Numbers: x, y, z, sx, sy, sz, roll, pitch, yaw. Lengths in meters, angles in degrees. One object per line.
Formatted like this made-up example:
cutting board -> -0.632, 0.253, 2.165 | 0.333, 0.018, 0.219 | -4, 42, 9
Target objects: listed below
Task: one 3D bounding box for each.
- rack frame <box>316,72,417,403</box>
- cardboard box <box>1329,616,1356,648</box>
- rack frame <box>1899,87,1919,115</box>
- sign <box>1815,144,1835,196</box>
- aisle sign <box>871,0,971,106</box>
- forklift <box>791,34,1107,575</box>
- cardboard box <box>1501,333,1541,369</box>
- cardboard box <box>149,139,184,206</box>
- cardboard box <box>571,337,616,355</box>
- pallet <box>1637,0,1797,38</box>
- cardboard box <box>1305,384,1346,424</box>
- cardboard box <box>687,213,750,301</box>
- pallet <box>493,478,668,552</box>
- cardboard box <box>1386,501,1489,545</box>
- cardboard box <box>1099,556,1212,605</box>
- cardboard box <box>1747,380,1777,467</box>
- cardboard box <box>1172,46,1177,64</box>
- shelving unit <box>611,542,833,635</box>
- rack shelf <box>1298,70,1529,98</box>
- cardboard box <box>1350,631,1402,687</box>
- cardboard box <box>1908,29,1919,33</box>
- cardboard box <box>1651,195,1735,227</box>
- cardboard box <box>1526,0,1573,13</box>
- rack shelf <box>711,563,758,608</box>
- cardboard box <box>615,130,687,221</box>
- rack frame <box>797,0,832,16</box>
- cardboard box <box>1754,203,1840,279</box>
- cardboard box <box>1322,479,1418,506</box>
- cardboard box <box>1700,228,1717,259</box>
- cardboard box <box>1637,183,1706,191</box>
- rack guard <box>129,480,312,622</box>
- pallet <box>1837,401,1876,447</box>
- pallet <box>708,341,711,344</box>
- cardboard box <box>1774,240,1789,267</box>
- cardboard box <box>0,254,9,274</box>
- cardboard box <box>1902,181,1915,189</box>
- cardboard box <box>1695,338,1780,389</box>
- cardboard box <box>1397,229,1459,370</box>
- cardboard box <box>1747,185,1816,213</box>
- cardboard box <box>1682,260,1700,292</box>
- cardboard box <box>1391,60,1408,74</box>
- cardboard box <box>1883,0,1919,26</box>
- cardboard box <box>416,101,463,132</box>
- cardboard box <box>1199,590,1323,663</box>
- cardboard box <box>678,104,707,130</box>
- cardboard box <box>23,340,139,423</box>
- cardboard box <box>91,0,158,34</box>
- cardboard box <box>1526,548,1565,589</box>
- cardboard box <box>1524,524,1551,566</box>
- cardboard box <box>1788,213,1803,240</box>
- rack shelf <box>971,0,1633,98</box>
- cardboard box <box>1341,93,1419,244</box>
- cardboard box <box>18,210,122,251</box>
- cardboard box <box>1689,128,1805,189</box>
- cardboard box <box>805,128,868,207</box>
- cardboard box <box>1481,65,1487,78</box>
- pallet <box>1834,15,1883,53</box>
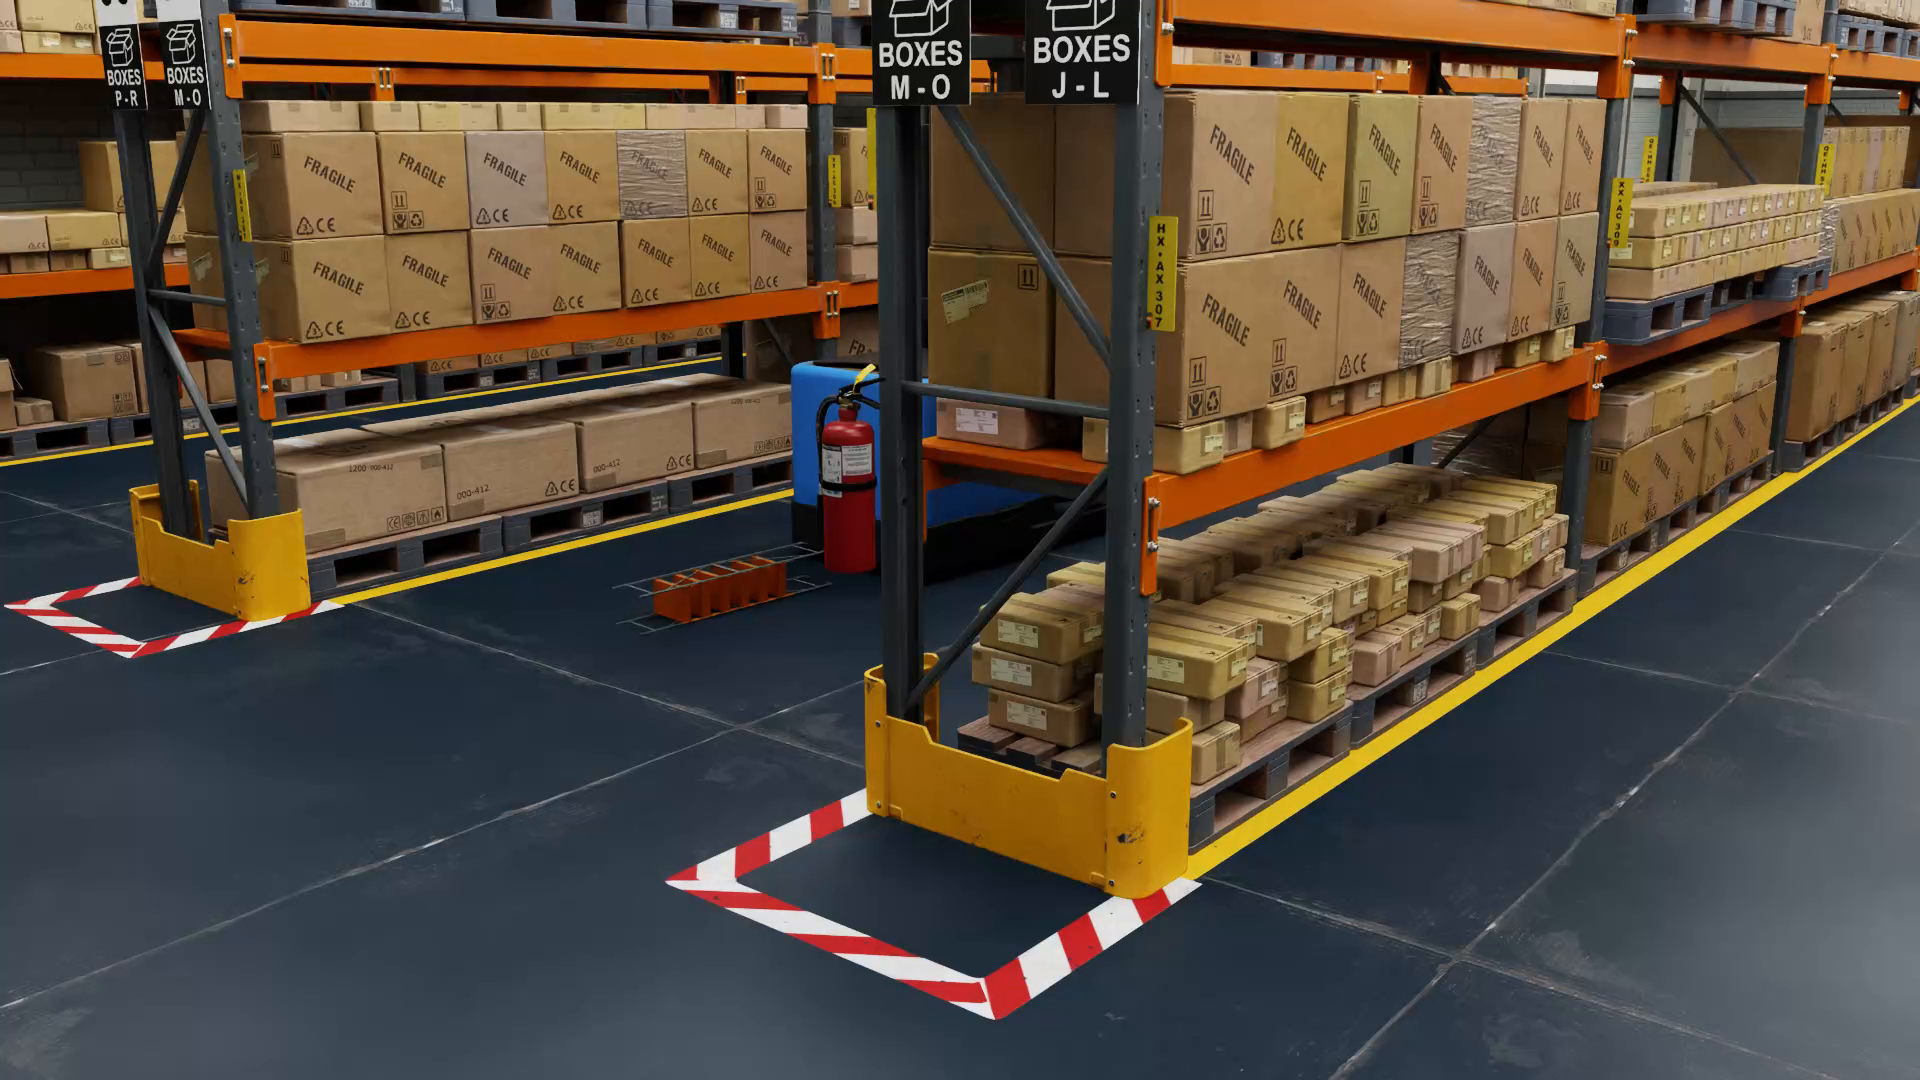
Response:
rack frame -> -5.106, -2.712, 14.206 | 1.000, 3.000, 0.127 | 11, 18, 38
cardboard box -> 1.326, 0.339, 6.528 | 0.380, 0.149, 0.250 | 10, 17, 35
rack frame -> 10.213, -3.496, 17.292 | 1.000, 3.000, 0.127 | 11, 18, 38
sign -> 5.613, -2.405, 10.805 | 0.100, 0.325, 0.005 | 11, 18, 38
aisle sign -> -0.122, -1.724, 5.038 | 0.394, 0.787, 0.004 | 11, 18, 38
forklift -> 0.410, -1.536, 9.716 | 1.130, 2.935, 3.031 | 12, 19, 40
cardboard box -> 2.382, -0.877, 7.493 | 0.380, 0.149, 0.250 | 12, 19, 40
cardboard box -> -6.248, -2.903, 13.135 | 0.500, 0.500, 0.500 | 11, 18, 36
cardboard box -> -3.652, -2.059, 15.858 | 0.500, 0.500, 0.500 | 10, 18, 36
pallet -> 3.792, -2.862, 9.084 | 1.213, 0.211, 1.003 | 11, 18, 38
cardboard box -> 1.200, -0.539, 6.162 | 0.380, 0.149, 0.250 | 11, 18, 37
cardboard box -> -1.654, -1.765, 10.276 | 0.500, 0.500, 0.500 | 11, 18, 36
pallet -> -2.548, -0.225, 10.079 | 1.003, 0.211, 1.213 | 11, 18, 38
cardboard box -> 2.146, -0.058, 7.488 | 0.380, 0.149, 0.250 | 12, 19, 39
cardboard box -> 0.771, 0.169, 6.594 | 0.380, 0.149, 0.250 | 10, 18, 35
cardboard box -> 4.975, -0.789, 10.862 | 0.500, 0.500, 0.500 | 11, 18, 37
cardboard box -> 1.602, -4.077, 13.996 | 0.380, 0.149, 0.250 | 11, 18, 38
shelving unit -> -1.167, 0.229, 8.322 | 0.258, 0.189, 1.200 | 13, 20, 43
rack shelf -> 5.043, -4.965, 18.443 | 1.077, 0.370, 4.000 | 11, 18, 38
cardboard box -> 1.543, 0.454, 6.680 | 0.380, 0.149, 0.250 | 10, 17, 35
cardboard box -> 8.192, -4.331, 13.942 | 0.380, 0.149, 0.250 | 11, 18, 37
cardboard box -> 3.929, -1.772, 8.954 | 0.380, 0.149, 0.250 | 11, 18, 37
cardboard box -> 2.250, -2.349, 6.991 | 0.500, 0.250, 0.500 | 11, 18, 37
rack shelf -> -1.136, 0.221, 8.352 | 0.258, 0.180, 0.103 | 13, 20, 43
cardboard box -> -1.962, -2.150, 9.759 | 0.500, 0.500, 0.500 | 12, 18, 38
rack frame -> -1.242, -4.852, 10.447 | 1.000, 3.000, 0.127 | 11, 18, 38
cardboard box -> 5.677, -2.057, 11.423 | 0.500, 0.500, 0.500 | 12, 18, 38
cardboard box -> 1.954, -0.174, 7.946 | 0.380, 0.149, 0.250 | 11, 18, 37
cardboard box -> 3.763, -1.577, 8.793 | 0.380, 0.149, 0.250 | 10, 18, 35
cardboard box -> 4.577, -2.224, 10.733 | 0.380, 0.149, 0.250 | 11, 18, 36
rack guard -> -3.772, 0.038, 8.459 | 1.175, 0.500, 0.348 | 11, 18, 38
pallet -> 6.506, -0.984, 13.069 | 1.003, 0.211, 1.213 | 11, 18, 38
pallet -> -2.044, -2.278, 18.162 | 1.003, 0.211, 1.213 | 11, 18, 38
cardboard box -> 4.754, -1.736, 10.023 | 0.380, 0.149, 0.250 | 11, 18, 37
cardboard box -> -6.938, -1.956, 11.741 | 0.380, 0.149, 0.250 | 11, 18, 37
cardboard box -> 7.922, -2.875, 14.544 | 0.875, 0.550, 0.550 | 11, 18, 38
cardboard box -> 4.959, -1.148, 10.750 | 0.500, 0.250, 0.500 | 11, 18, 36
cardboard box -> 1.604, -0.965, 6.520 | 0.500, 0.500, 0.500 | 11, 18, 36
cardboard box -> 5.074, -2.121, 10.331 | 0.380, 0.149, 0.250 | 11, 18, 37
cardboard box -> 3.606, -1.385, 8.641 | 0.380, 0.149, 0.250 | 11, 18, 38
cardboard box -> 4.382, -4.872, 17.125 | 0.380, 0.149, 0.250 | 11, 18, 38
cardboard box -> 7.094, -4.093, 12.797 | 0.500, 0.250, 0.500 | 11, 18, 37
cardboard box -> -2.805, -2.198, 8.630 | 0.380, 0.149, 0.250 | 11, 18, 36
cardboard box -> 1.088, 0.310, 6.038 | 0.380, 0.149, 0.250 | 11, 18, 37
cardboard box -> -1.748, -2.553, 10.027 | 0.380, 0.149, 0.250 | 11, 18, 37
cardboard box -> -6.594, -1.198, 12.471 | 0.700, 0.500, 0.500 | 12, 19, 40
cardboard box -> -6.186, -3.813, 12.149 | 0.500, 0.250, 0.500 | 11, 18, 37
cardboard box -> 2.690, 0.108, 8.042 | 0.380, 0.149, 0.250 | 12, 18, 38
cardboard box -> 2.560, -0.001, 7.866 | 0.380, 0.149, 0.250 | 10, 17, 35
cardboard box -> 4.899, -1.923, 10.152 | 0.380, 0.149, 0.250 | 12, 18, 39
rack shelf -> 1.414, -1.920, 6.458 | 1.077, 0.370, 4.000 | 11, 18, 38
cardboard box -> 1.302, -1.348, 5.998 | 0.500, 0.500, 0.500 | 11, 18, 36
cardboard box -> -6.492, -2.257, 12.115 | 0.500, 0.250, 0.500 | 11, 18, 36
cardboard box -> 5.475, -2.581, 11.458 | 0.700, 0.500, 0.500 | 11, 18, 37
cardboard box -> -0.742, -2.517, 11.206 | 0.500, 0.500, 0.500 | 12, 18, 38
cardboard box -> 5.758, -5.327, 18.916 | 0.380, 0.149, 0.250 | 11, 18, 38
pallet -> 5.549, -3.458, 11.433 | 1.213, 0.211, 1.003 | 12, 19, 40
